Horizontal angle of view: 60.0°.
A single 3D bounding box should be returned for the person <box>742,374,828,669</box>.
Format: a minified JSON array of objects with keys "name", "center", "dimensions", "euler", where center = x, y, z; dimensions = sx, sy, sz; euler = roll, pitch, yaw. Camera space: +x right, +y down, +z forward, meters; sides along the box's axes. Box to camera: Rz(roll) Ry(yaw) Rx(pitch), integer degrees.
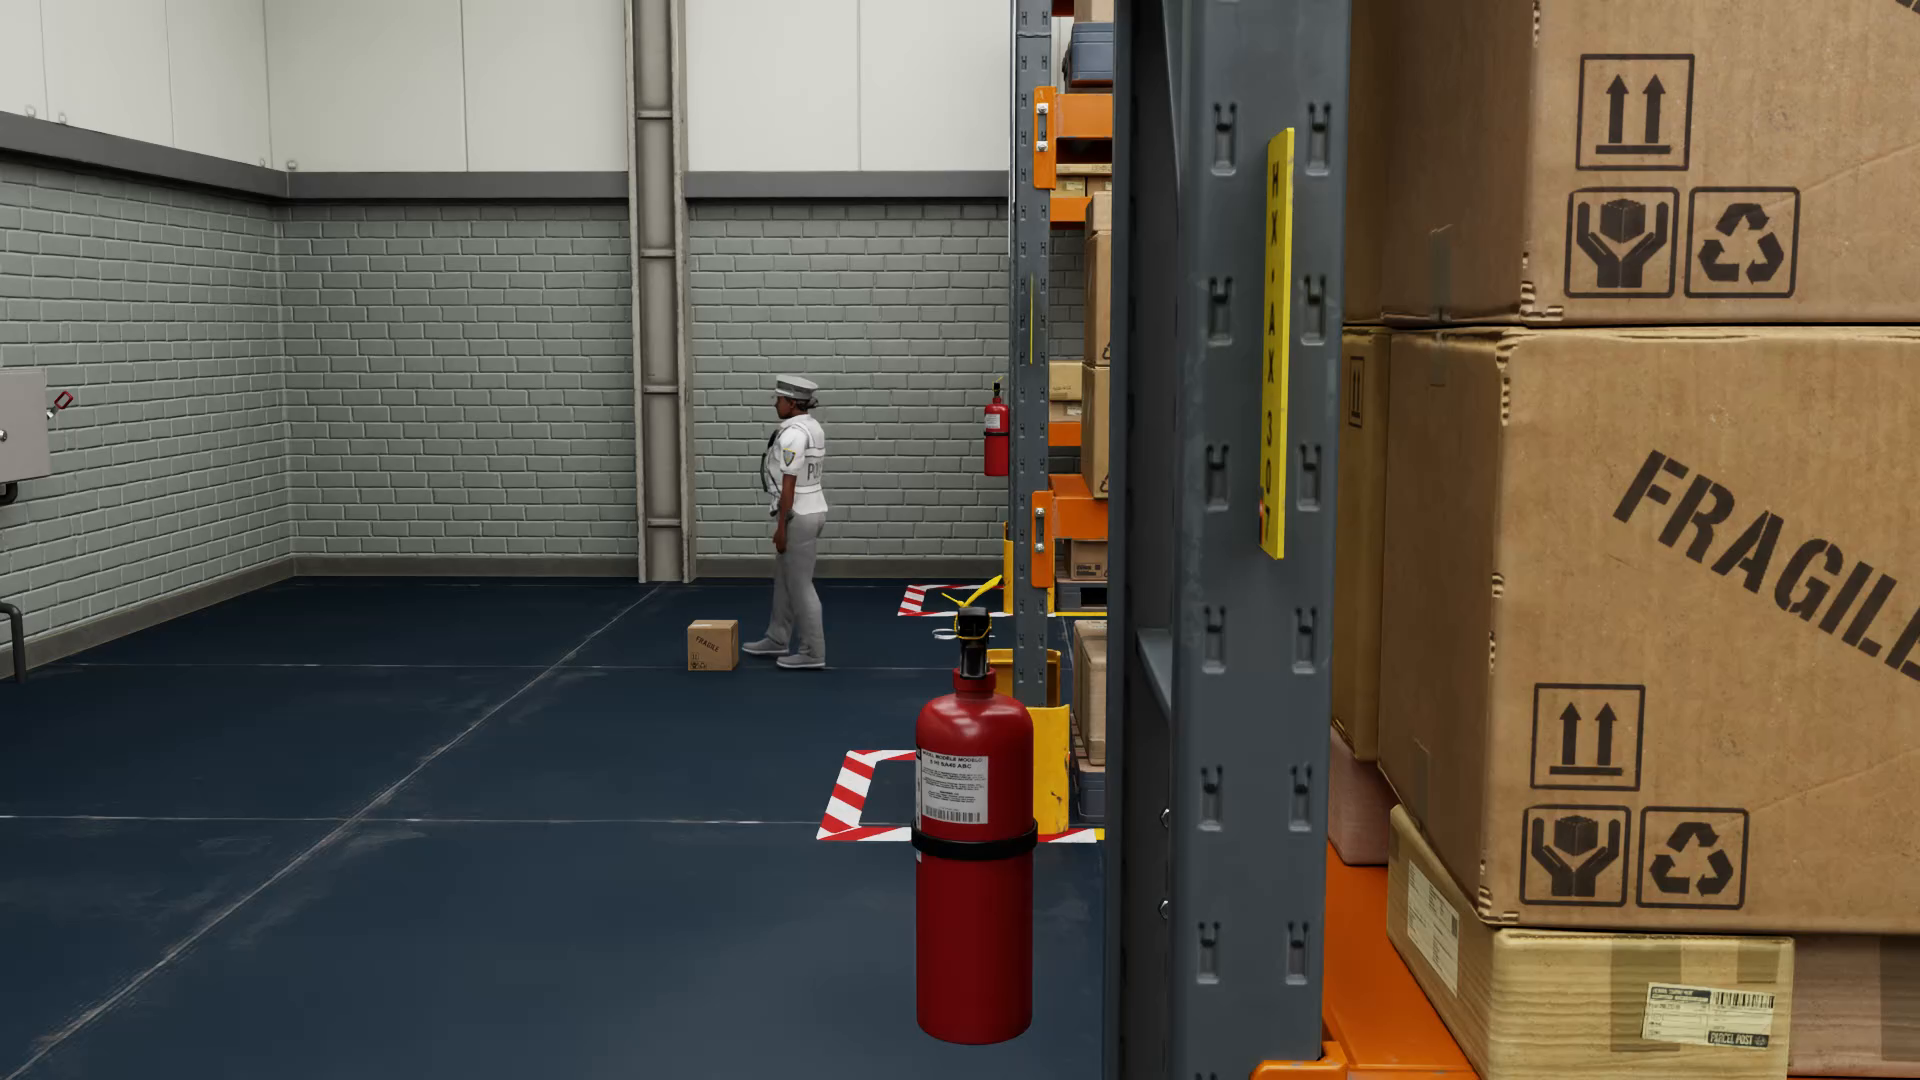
[{"name":"person","center":[-1.038,-0.115,9.535],"dimensions":[0.585,1.672,0.497],"euler":[1,7,9]}]
